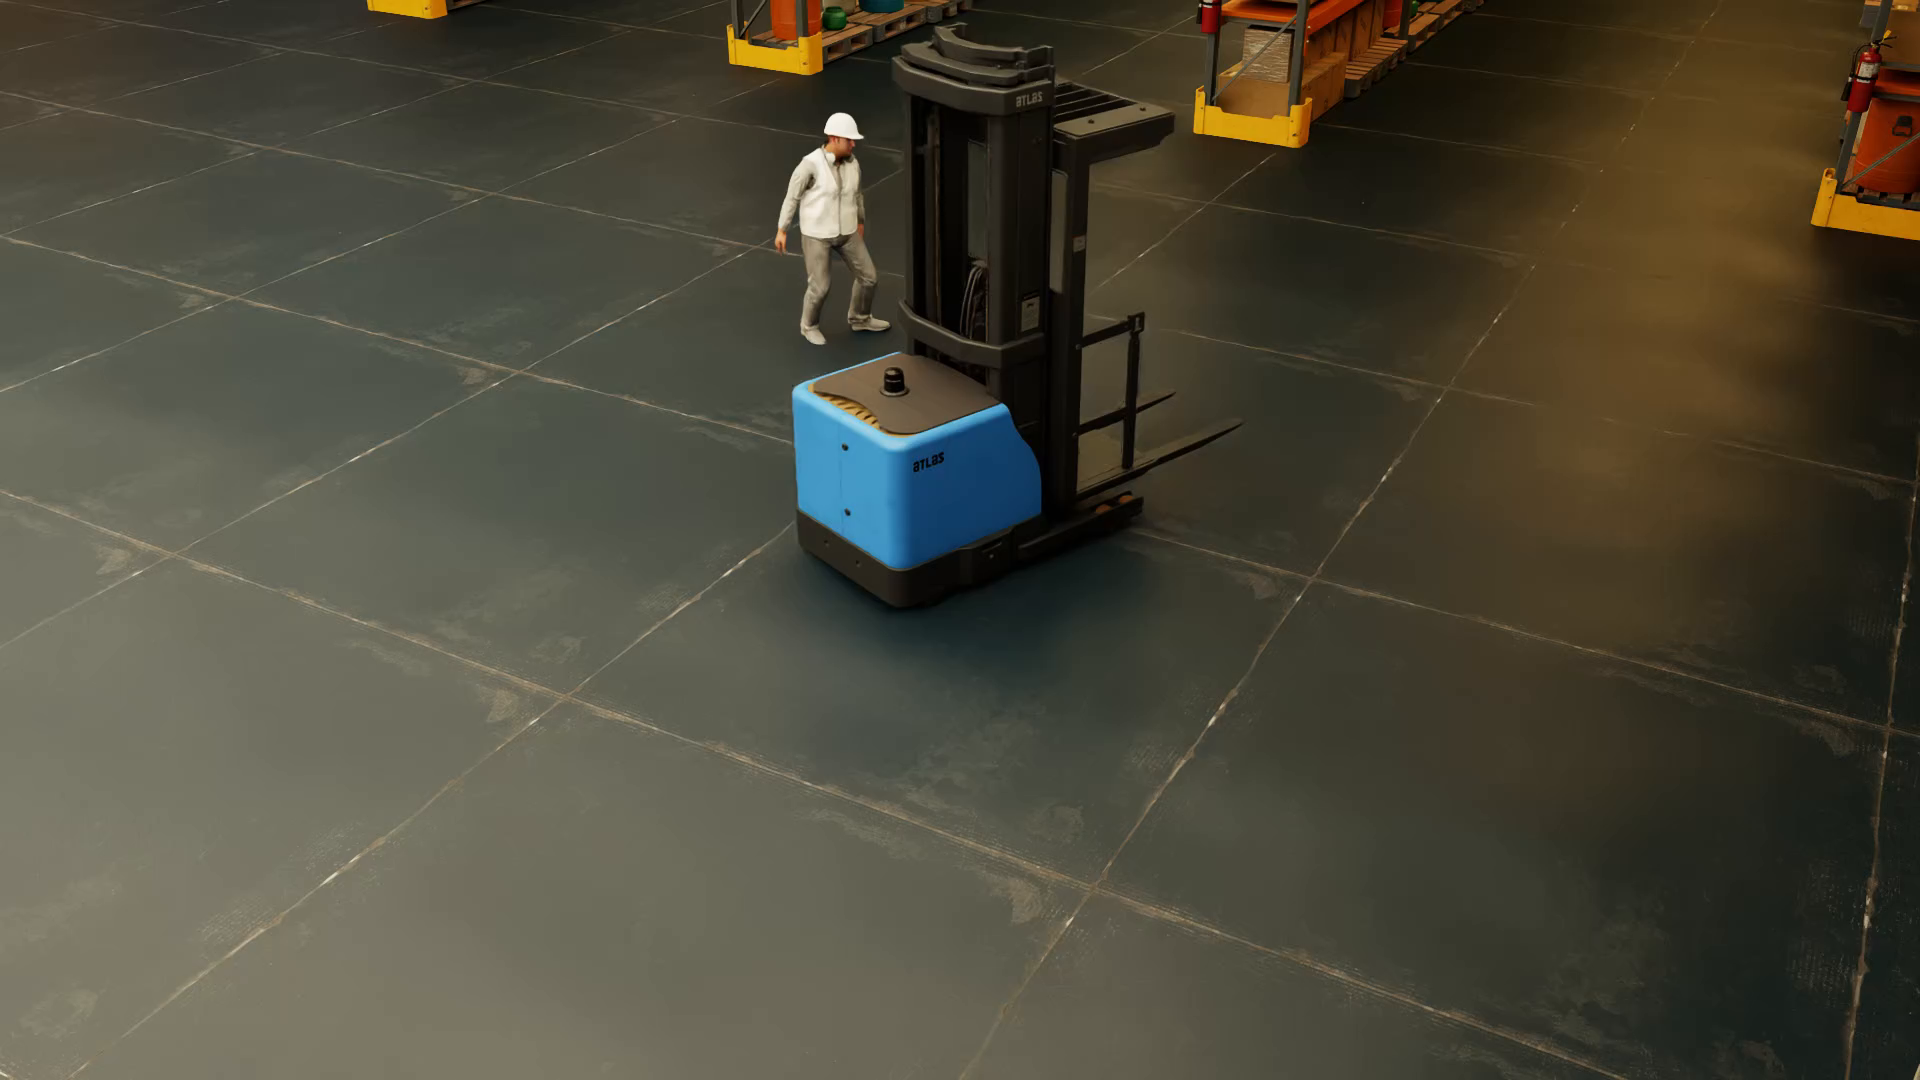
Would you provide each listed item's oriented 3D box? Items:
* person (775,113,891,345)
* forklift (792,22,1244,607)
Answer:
[{"bbox_3d":[-0.944,-2.281,12.256,0.867,1.743,0.468,-18,34,-28],"label":"person"},{"bbox_3d":[0.490,-1.498,9.666,3.031,2.935,1.130,-23,37,-34],"label":"forklift"}]
